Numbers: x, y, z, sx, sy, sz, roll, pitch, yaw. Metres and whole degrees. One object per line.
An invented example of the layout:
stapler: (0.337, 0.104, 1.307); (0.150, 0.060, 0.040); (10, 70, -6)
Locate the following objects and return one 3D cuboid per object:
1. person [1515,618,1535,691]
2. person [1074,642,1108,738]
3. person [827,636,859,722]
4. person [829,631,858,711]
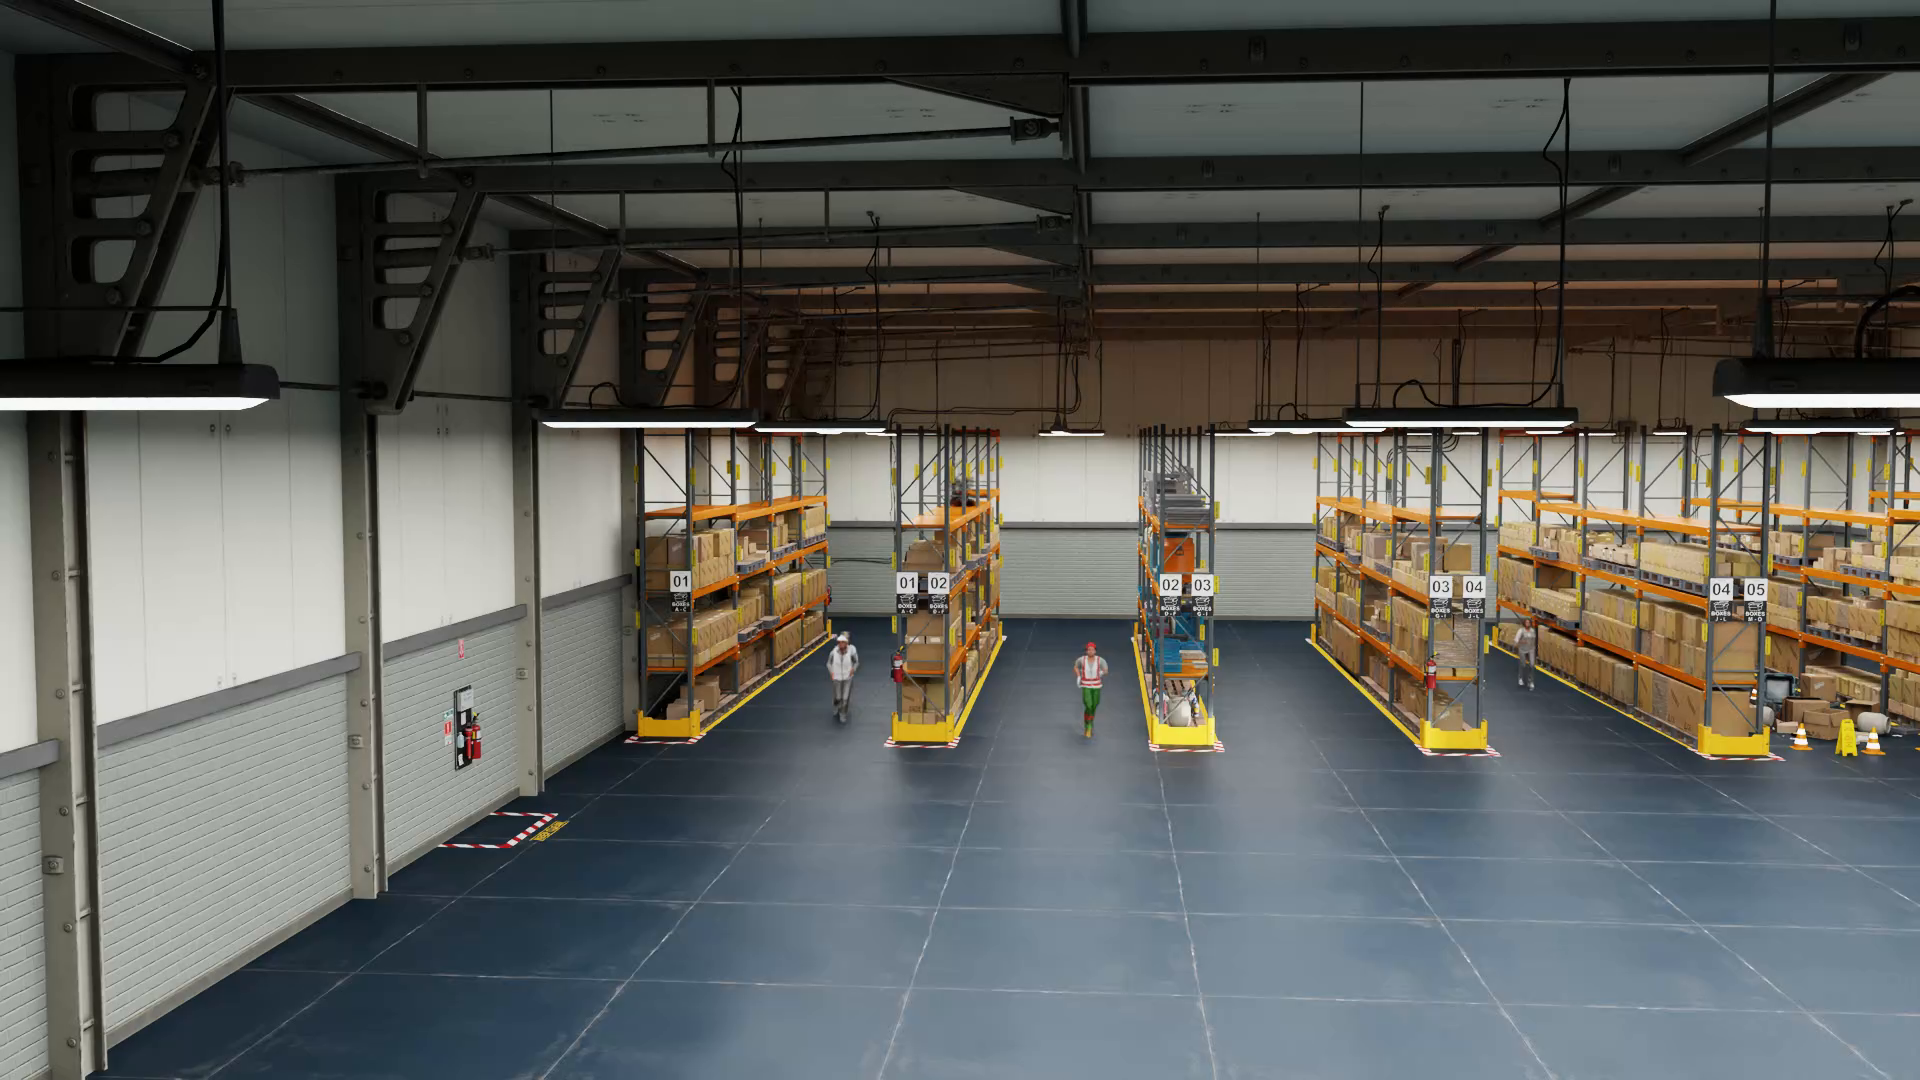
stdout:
person: (12.957, 2.592, 38.112); (0.528, 1.631, 0.751); (0, 3, 3)
person: (2.549, 2.891, 32.082); (0.616, 1.851, 0.779); (0, 3, -5)
person: (-2.368, 2.809, 33.741); (0.656, 1.746, 0.627); (0, 3, -3)
person: (-2.422, 2.753, 34.887); (0.582, 1.690, 0.666); (-1, 4, -12)
